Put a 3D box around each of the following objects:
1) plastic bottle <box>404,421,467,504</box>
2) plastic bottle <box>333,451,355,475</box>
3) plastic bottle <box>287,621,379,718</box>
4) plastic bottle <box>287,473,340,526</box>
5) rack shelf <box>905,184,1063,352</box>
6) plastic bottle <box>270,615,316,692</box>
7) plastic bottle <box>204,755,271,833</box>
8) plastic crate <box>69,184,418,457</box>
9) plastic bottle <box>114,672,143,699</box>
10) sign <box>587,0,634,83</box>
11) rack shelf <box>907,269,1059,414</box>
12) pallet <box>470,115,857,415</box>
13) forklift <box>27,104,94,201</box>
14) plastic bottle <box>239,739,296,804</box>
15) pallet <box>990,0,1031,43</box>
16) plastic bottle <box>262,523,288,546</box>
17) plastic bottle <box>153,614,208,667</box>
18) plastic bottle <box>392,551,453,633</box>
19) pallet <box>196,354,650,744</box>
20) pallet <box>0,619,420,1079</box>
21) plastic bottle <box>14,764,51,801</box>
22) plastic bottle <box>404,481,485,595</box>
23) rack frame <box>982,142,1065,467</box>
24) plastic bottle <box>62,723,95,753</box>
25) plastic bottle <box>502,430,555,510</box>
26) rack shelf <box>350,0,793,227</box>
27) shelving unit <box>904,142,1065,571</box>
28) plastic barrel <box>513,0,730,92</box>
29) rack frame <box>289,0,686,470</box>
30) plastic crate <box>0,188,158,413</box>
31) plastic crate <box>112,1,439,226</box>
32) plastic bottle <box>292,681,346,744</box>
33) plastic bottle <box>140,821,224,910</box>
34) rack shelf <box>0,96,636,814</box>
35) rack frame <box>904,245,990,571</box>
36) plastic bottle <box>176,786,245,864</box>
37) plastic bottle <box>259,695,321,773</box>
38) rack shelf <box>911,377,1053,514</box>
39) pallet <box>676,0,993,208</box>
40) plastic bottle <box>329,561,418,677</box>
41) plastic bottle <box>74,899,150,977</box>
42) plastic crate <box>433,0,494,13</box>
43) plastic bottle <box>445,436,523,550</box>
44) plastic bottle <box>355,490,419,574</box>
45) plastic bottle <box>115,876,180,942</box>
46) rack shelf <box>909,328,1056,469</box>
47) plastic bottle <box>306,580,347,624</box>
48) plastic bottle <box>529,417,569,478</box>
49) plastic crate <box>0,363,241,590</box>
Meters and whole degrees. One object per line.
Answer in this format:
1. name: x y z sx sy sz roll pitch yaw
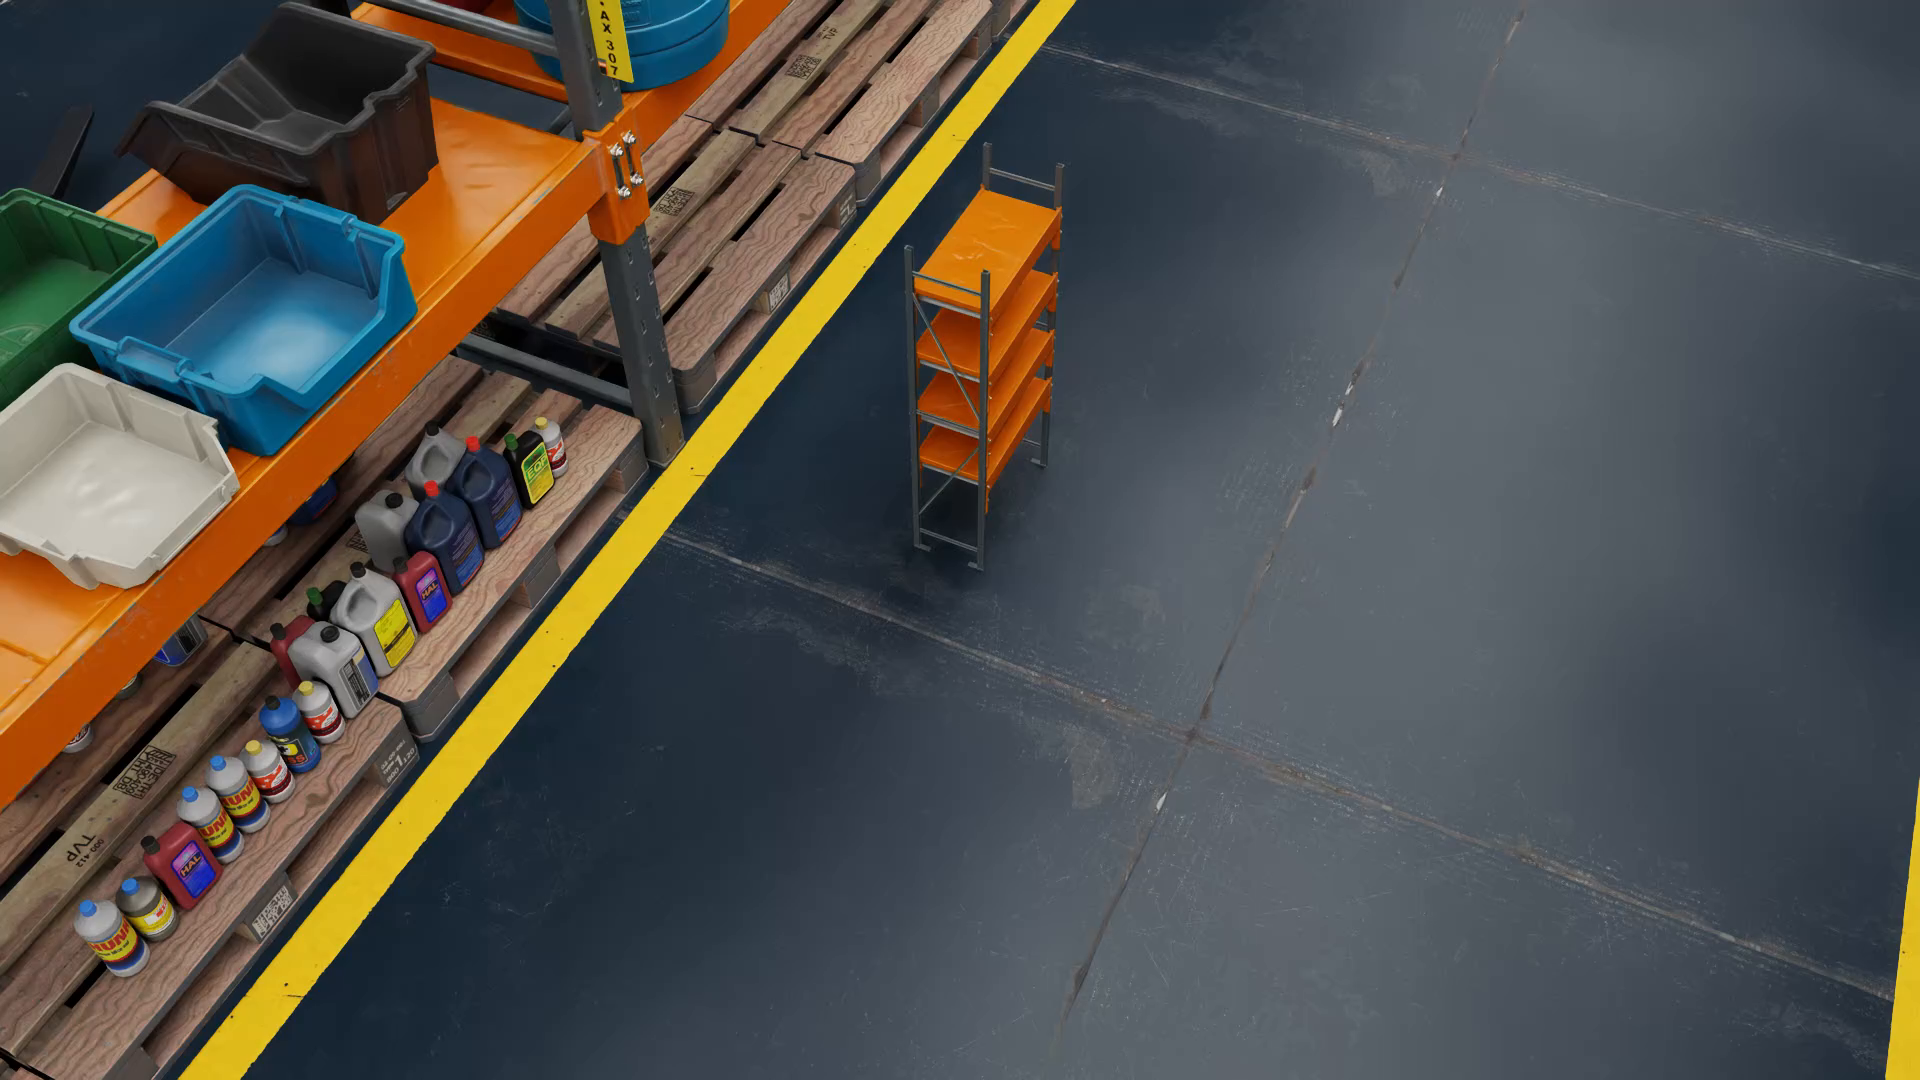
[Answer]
1. plastic bottle: -1.532 -0.201 4.902 0.144 0.351 0.185 20 52 16
2. plastic bottle: -1.936 -0.327 5.054 0.061 0.283 0.133 20 52 16
3. plastic bottle: -1.695 0.335 4.495 0.152 0.276 0.135 21 53 17
4. plastic bottle: -1.977 -0.224 4.921 0.144 0.351 0.185 20 52 16
5. rack shelf: 0.071 -0.757 4.591 0.258 0.148 0.480 20 52 16
6. plastic bottle: -1.791 0.298 4.521 0.061 0.283 0.133 20 52 16
7. plastic bottle: -1.850 0.636 4.241 0.097 0.271 0.097 0 50 0
8. plastic crate: -1.614 -0.509 3.811 0.499 0.251 0.616 20 52 16
9. plastic bottle: -2.321 0.337 4.542 0.097 0.201 0.097 0 50 0
10. sign: -0.894 -1.311 4.214 0.100 0.325 0.005 20 52 16
11. rack shelf: 0.071 -0.604 4.771 0.258 0.148 0.480 20 52 16
12. pallet: -1.087 -1.057 6.011 1.003 0.211 1.213 20 52 16
13. forklift: -3.583 -1.312 4.442 1.130 2.935 3.031 -2 50 -2
14. plastic bottle: -1.808 0.591 4.326 0.097 0.201 0.097 0 50 0
15. pallet: -0.044 -2.737 7.441 1.003 0.211 1.213 20 52 16
16. plastic bottle: -2.060 -0.106 4.873 0.097 0.271 0.097 0 50 0
17. plastic bottle: -2.225 0.207 4.604 0.152 0.276 0.135 20 52 16
18. plastic bottle: -1.515 0.125 4.669 0.061 0.283 0.133 23 53 18
19. pallet: -1.712 -0.055 5.158 1.003 0.211 1.213 20 52 16
20. pallet: -2.232 0.788 4.441 1.003 0.211 1.213 20 52 16
21. plastic bottle: -2.479 0.547 4.310 0.061 0.283 0.133 20 52 16
22. plastic bottle: -1.484 -0.022 4.750 0.144 0.351 0.185 17 52 14
23. rack frame: 0.175 -0.671 5.033 0.240 1.200 0.015 20 52 16
24. plastic bottle: -2.395 0.471 4.428 0.097 0.201 0.097 0 50 0
25. plastic bottle: -1.294 -0.231 4.972 0.061 0.283 0.133 22 53 18
26. rack shelf: -0.533 -2.552 5.924 1.077 0.370 4.000 20 52 16
27. shelving unit: 0.071 -0.503 4.890 0.258 1.200 0.503 20 52 16
28. plastic barrel: -0.948 -1.737 4.430 0.600 0.901 0.708 20 52 16
29. rack frame: -1.387 -1.408 4.478 1.000 3.000 0.127 20 52 16
30. plastic crate: -2.222 -0.496 3.842 0.450 0.188 0.662 20 52 16
31. plastic crate: -1.726 -1.068 4.230 0.767 0.338 0.504 20 52 16
32. plastic bottle: -1.720 0.449 4.447 0.097 0.201 0.097 0 50 0
33. plastic bottle: -1.926 0.788 4.105 0.061 0.283 0.133 21 53 17
34. rack shelf: -2.241 0.203 3.580 1.077 0.370 4.000 20 52 16
35. rack frame: -0.034 -0.335 4.747 0.240 1.200 0.015 20 52 16
36. plastic bottle: -1.893 0.705 4.183 0.097 0.271 0.097 0 50 0
37. plastic bottle: -1.764 0.497 4.360 0.097 0.271 0.097 0 50 0
38. rack shelf: 0.071 -0.331 5.092 0.258 0.148 0.480 20 52 16
39. pallet: -0.567 -1.900 6.728 1.003 0.211 1.213 20 52 16
40. plastic bottle: -1.622 0.200 4.561 0.144 0.351 0.185 19 52 16
41. plastic bottle: -2.040 0.941 3.982 0.097 0.271 0.097 0 50 0
42. plastic crate: -1.457 -1.861 4.822 0.402 0.464 0.583 20 52 16
43. plastic bottle: -1.402 -0.154 4.862 0.144 0.351 0.185 19 52 15
44. plastic bottle: -1.628 -0.029 4.805 0.152 0.276 0.135 20 52 16
45. plastic bottle: -1.995 0.893 4.069 0.097 0.201 0.097 0 50 0
46. rack shelf: 0.071 -0.459 4.941 0.258 0.148 0.480 20 52 16
47. plastic bottle: -1.725 0.206 4.600 0.061 0.283 0.133 20 52 16
48. plastic bottle: -1.260 -0.292 5.077 0.097 0.201 0.097 0 50 0
49. plastic crate: -1.852 -0.122 3.557 0.530 0.136 0.437 20 52 16
